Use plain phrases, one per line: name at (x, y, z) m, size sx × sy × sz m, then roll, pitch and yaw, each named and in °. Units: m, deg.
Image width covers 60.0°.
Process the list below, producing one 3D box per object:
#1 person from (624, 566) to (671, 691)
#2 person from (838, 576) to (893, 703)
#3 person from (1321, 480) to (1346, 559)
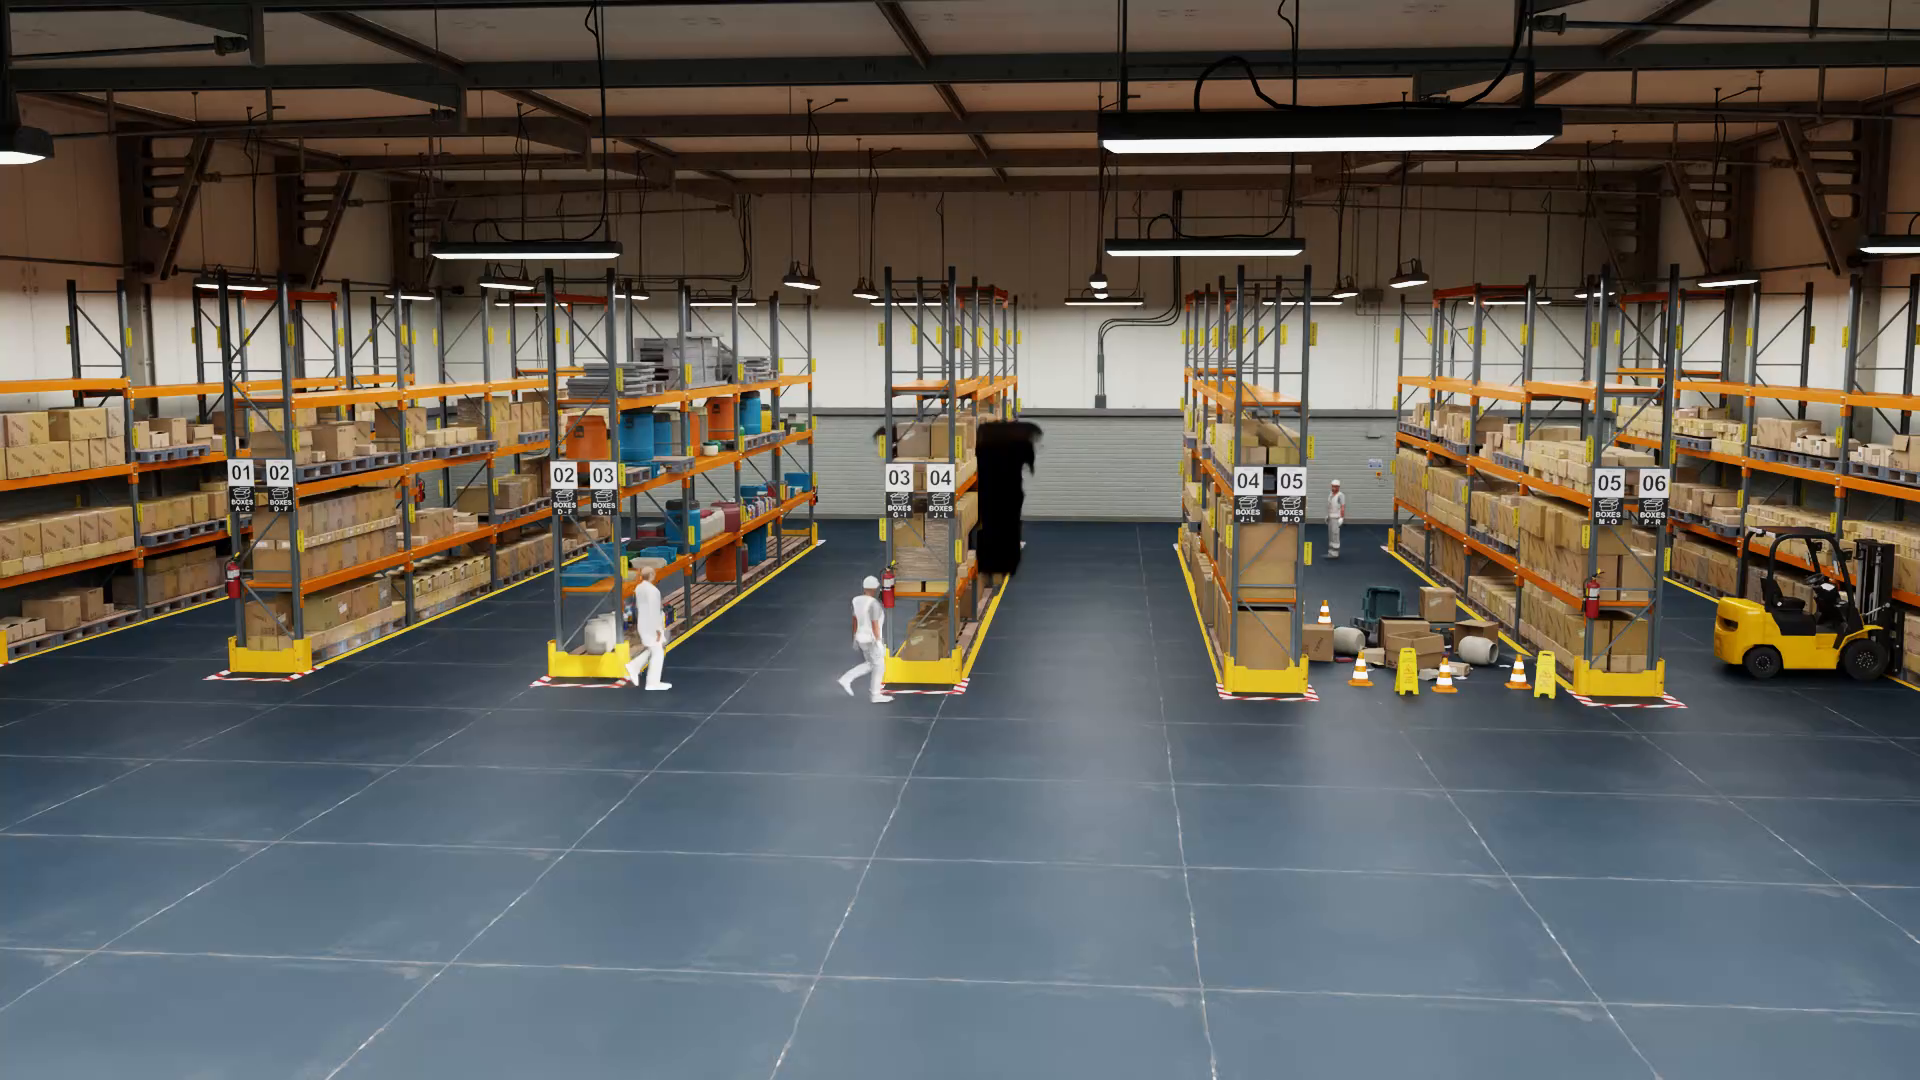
person at (-4.454, 1.305, 23.655) m, size 0.622 × 1.667 × 0.648 m, roll -3°, pitch 8°, yaw -24°
person at (-1.288, 1.372, 22.744) m, size 0.746 × 1.764 × 0.568 m, roll -1°, pitch 7°, yaw -10°
person at (8.522, -0.472, 37.838) m, size 0.440 × 1.804 × 0.594 m, roll 0°, pitch 7°, yaw -4°
